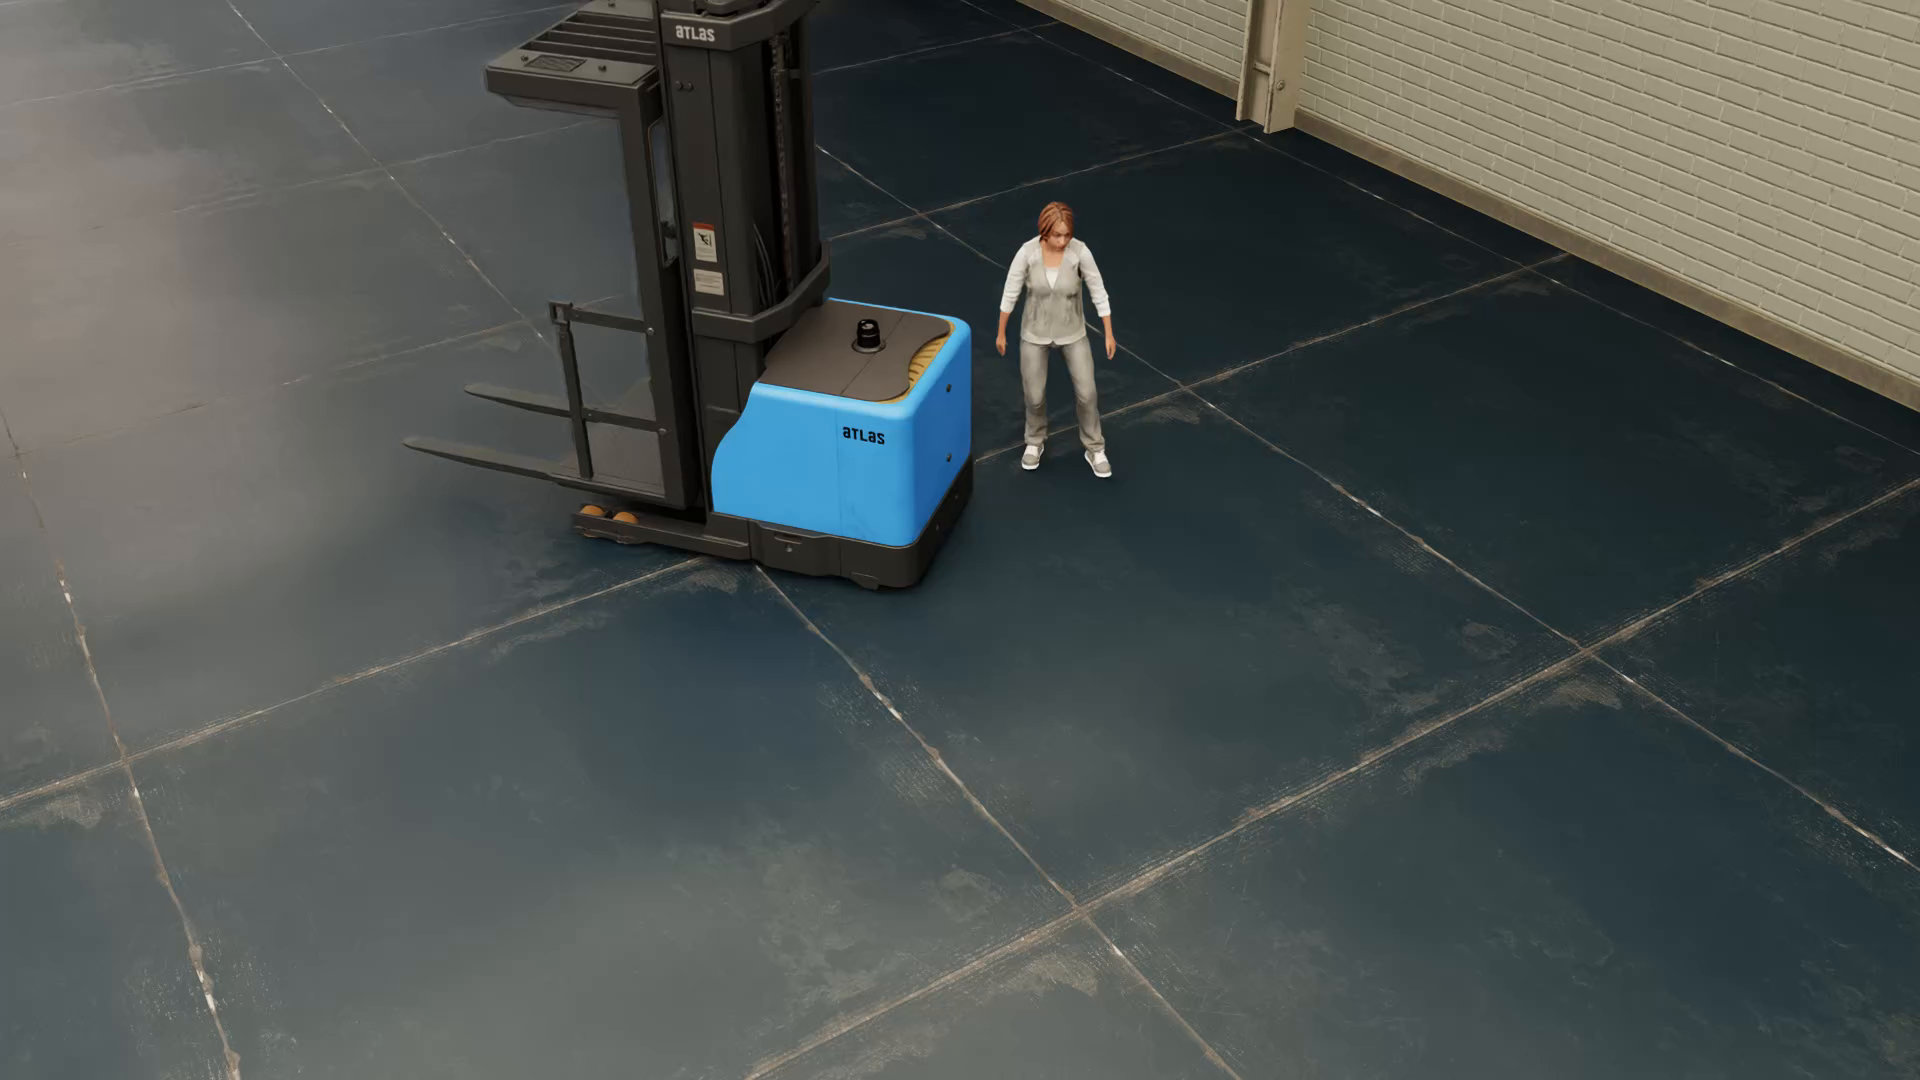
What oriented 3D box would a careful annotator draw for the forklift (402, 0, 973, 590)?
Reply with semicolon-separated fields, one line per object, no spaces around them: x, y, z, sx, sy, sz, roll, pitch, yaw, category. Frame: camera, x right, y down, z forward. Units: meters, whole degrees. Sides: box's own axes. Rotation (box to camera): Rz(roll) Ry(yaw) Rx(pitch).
-1.504;-1.451;8.213;3.031;2.935;1.130;11;37;15;forklift

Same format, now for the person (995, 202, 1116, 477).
0.515;-1.069;8.866;0.650;1.560;0.357;0;35;0;person
